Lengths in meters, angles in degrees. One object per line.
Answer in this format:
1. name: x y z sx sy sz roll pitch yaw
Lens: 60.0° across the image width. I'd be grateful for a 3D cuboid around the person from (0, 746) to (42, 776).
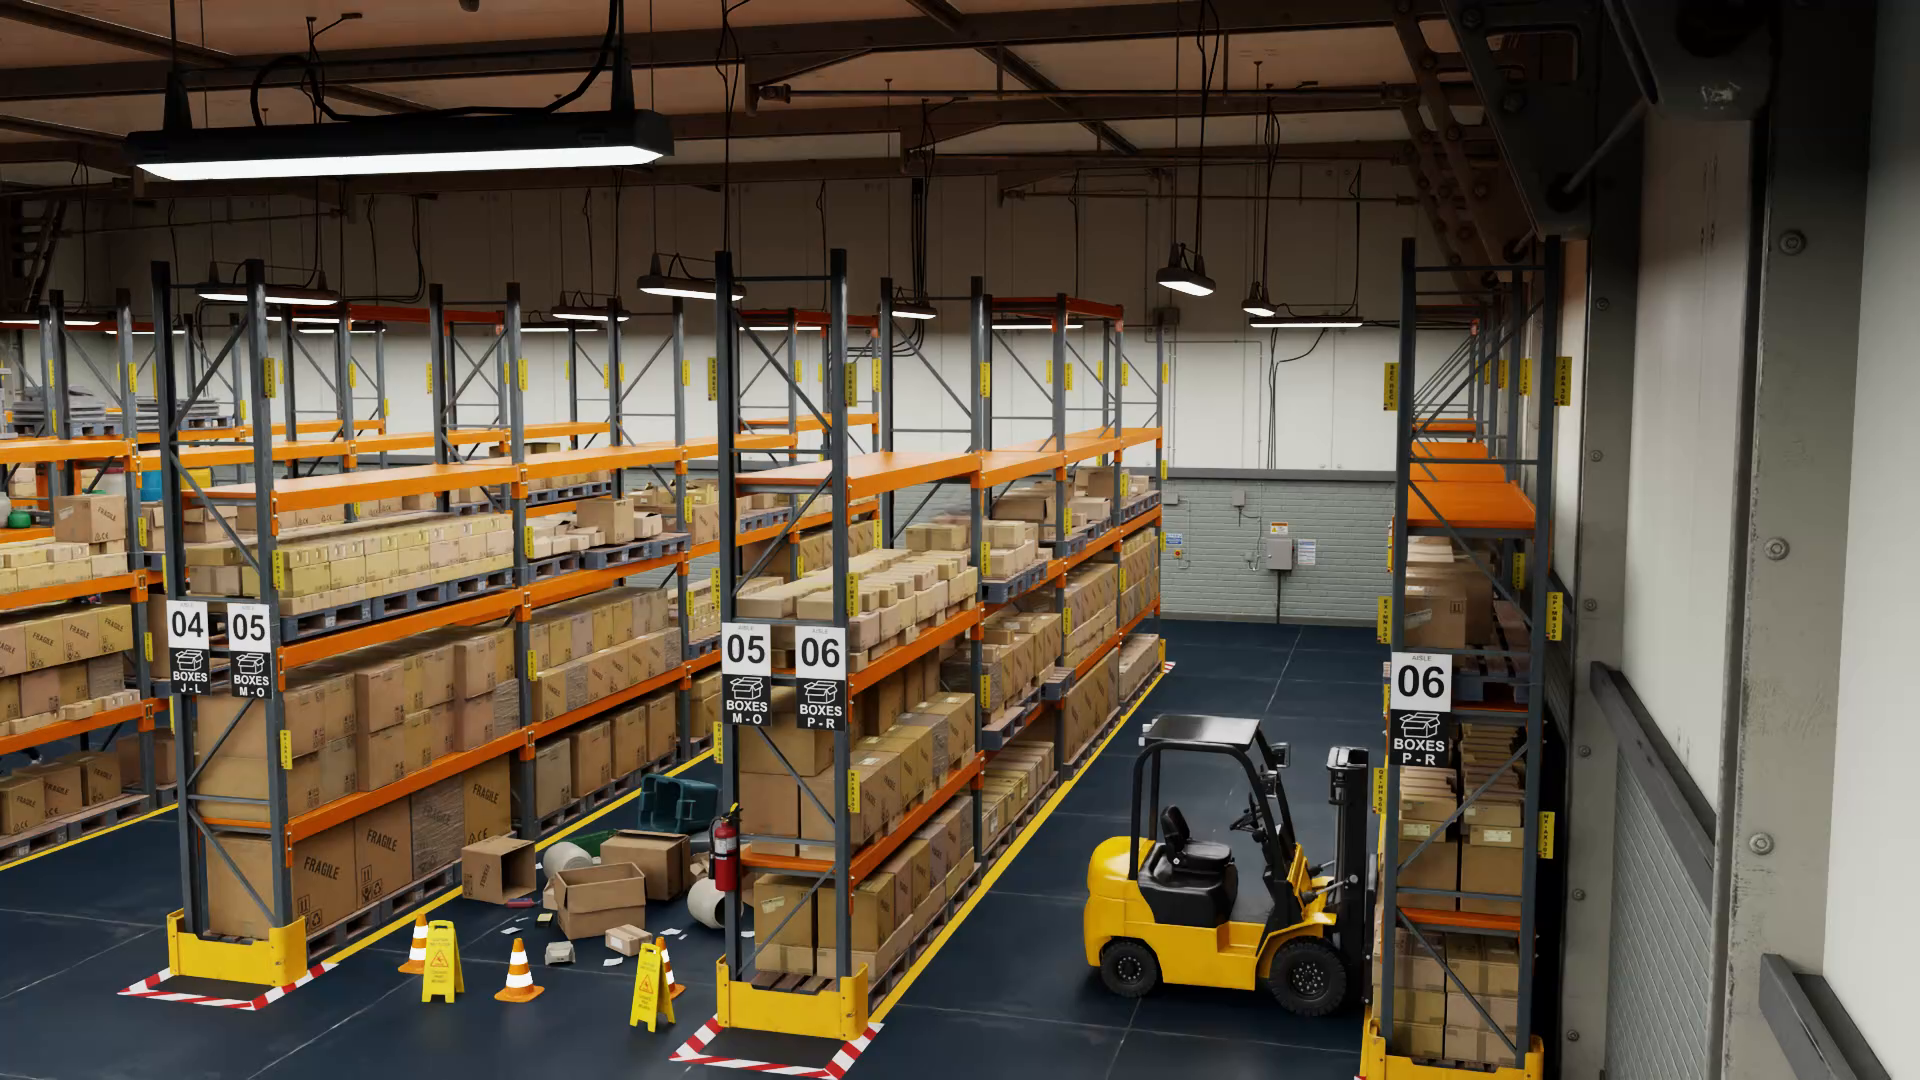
1. person: -11.736 2.219 20.570 0.430 1.546 0.912 0 6 -3
